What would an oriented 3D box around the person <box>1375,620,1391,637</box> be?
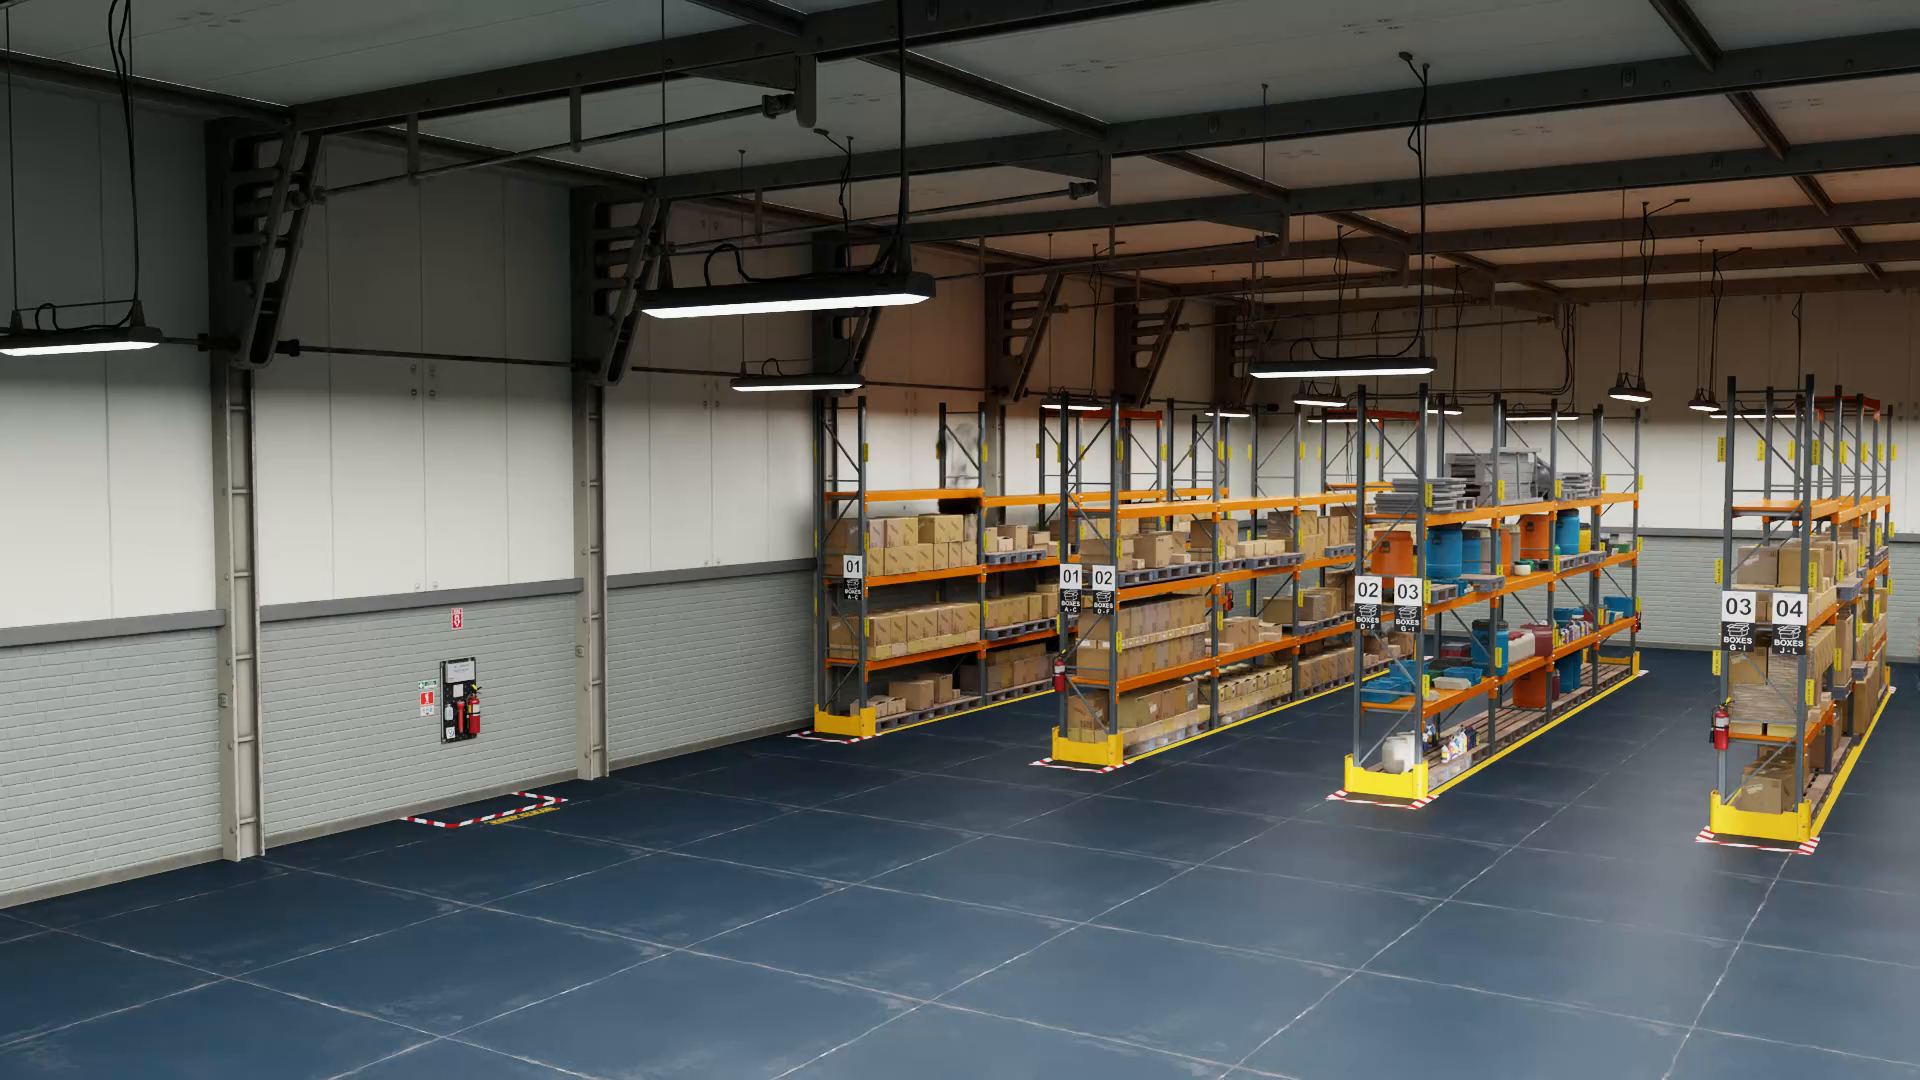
[{"bbox_3d":[10.792,1.978,42.428,0.648,1.654,0.662,-1,3,-26],"label":"person"}]
